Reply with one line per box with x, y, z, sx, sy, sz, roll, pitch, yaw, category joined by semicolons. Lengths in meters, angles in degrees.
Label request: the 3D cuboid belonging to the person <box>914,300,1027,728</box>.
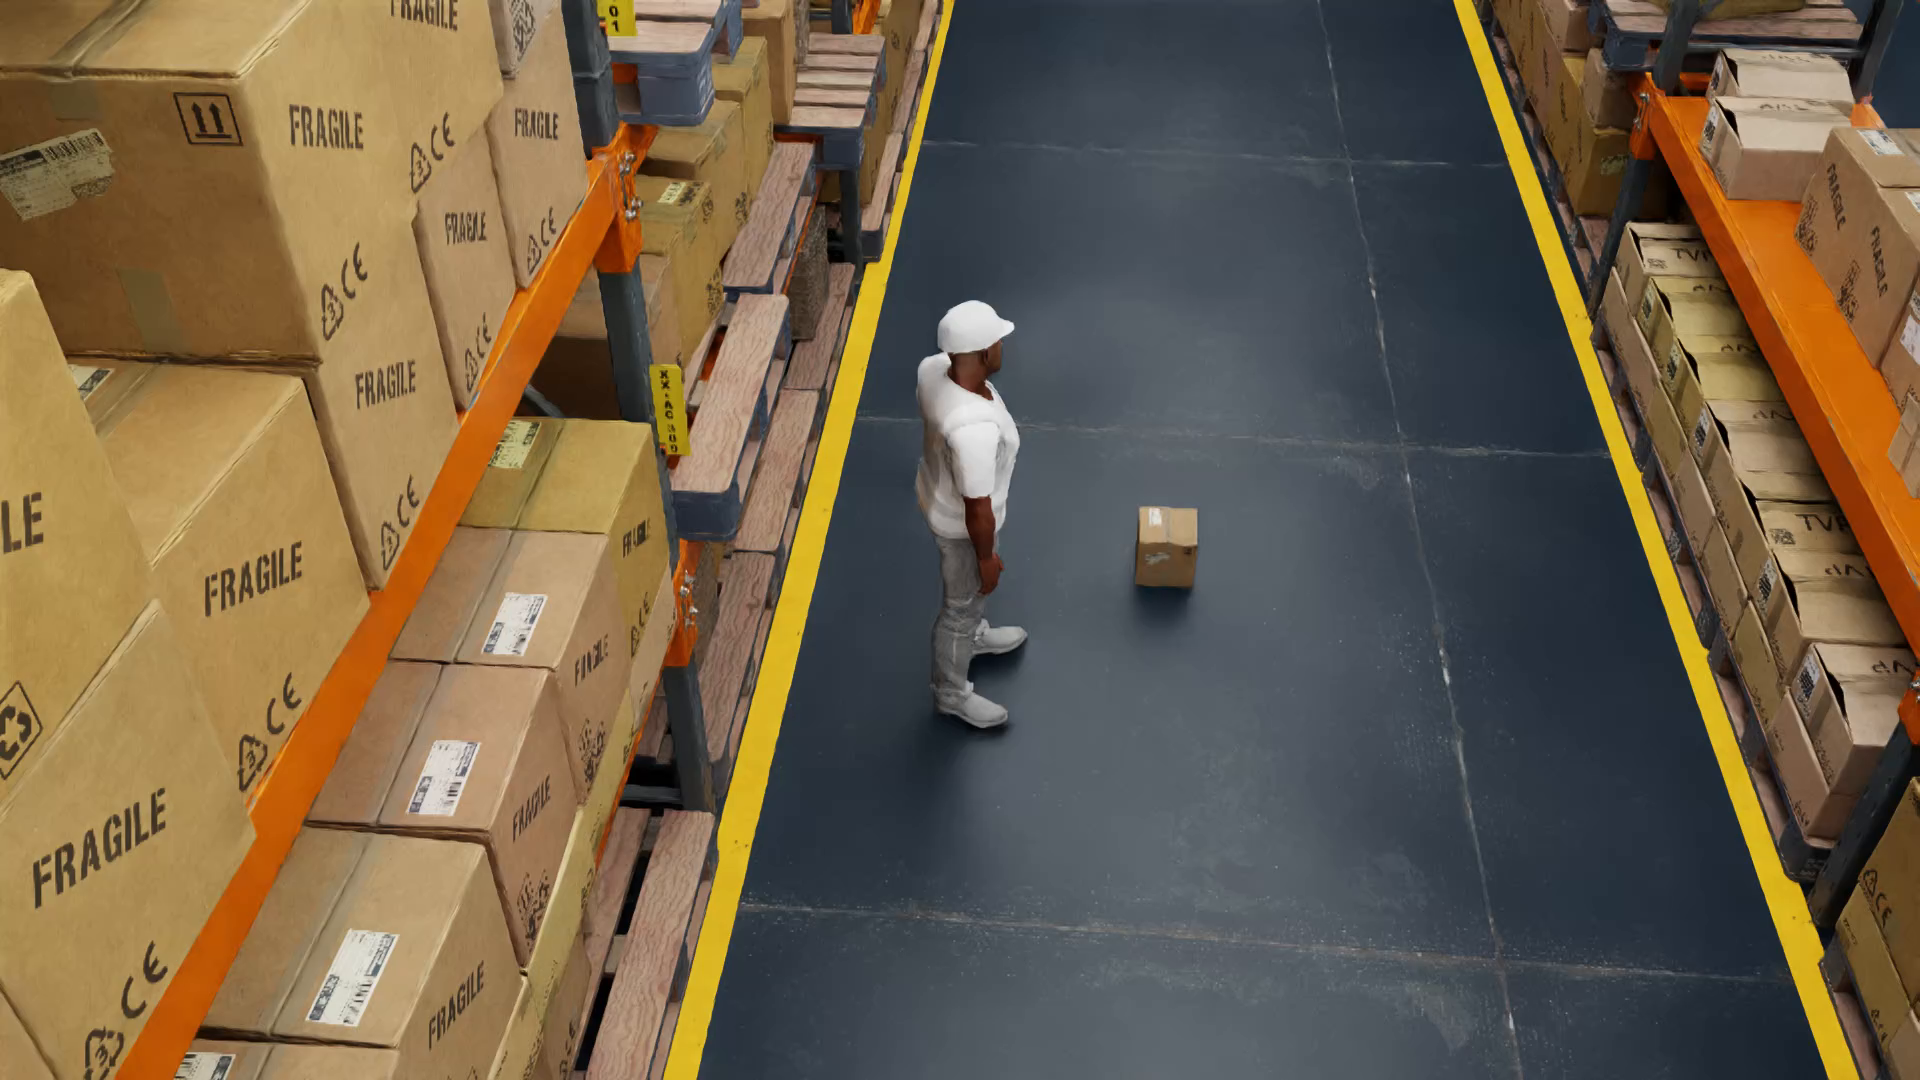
0.080;-0.119;6.239;0.470;1.762;0.636;-8;41;-10;person
